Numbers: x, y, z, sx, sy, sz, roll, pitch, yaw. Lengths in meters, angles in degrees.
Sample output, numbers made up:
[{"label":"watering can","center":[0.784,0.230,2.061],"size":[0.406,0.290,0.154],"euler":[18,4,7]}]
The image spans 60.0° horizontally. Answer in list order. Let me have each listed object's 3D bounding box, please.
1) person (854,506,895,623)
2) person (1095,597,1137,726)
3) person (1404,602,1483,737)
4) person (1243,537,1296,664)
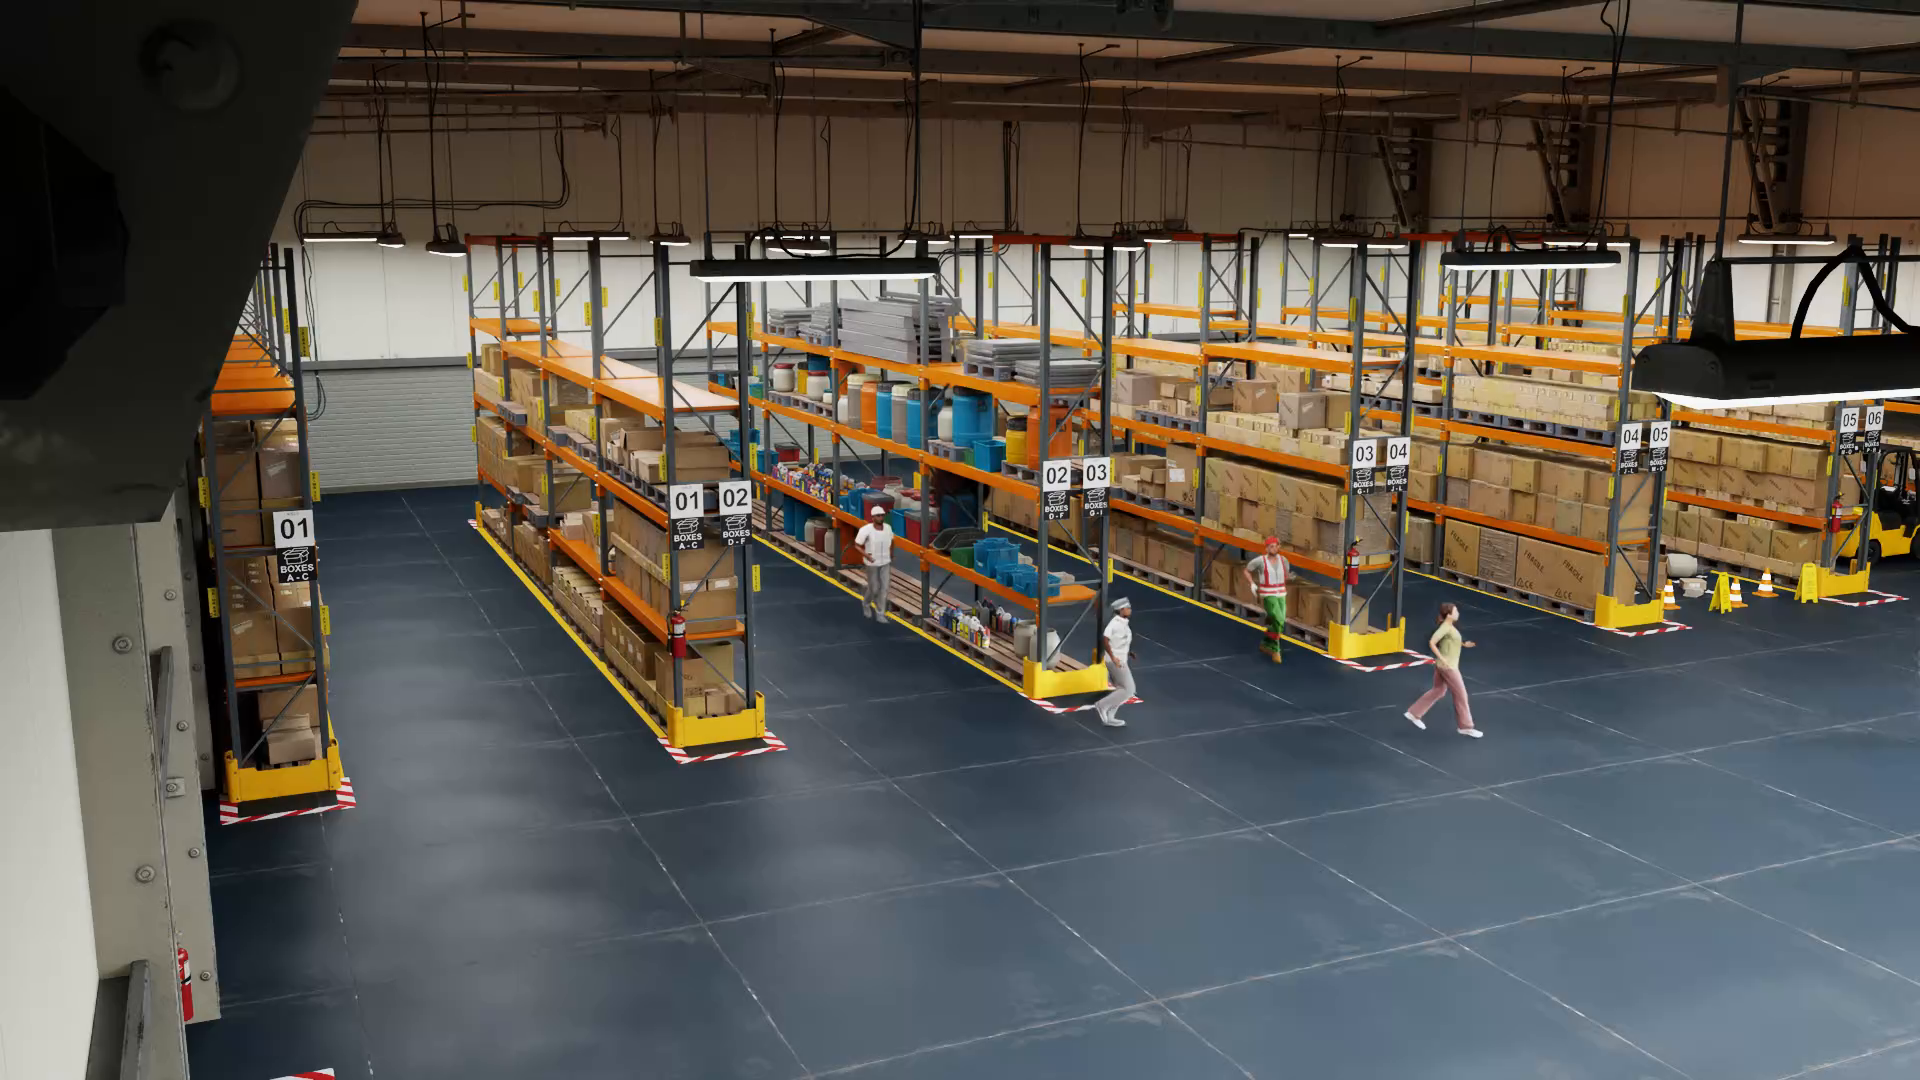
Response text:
[{"label":"person","center":[-1.248,0.354,25.179],"size":[0.697,1.757,0.703],"euler":[-6,13,-29]},{"label":"person","center":[1.974,1.523,20.953],"size":[0.504,1.651,0.621],"euler":[2,11,10]},{"label":"person","center":[5.986,1.575,20.460],"size":[0.947,1.663,0.577],"euler":[2,11,10]},{"label":"person","center":[4.564,0.840,24.099],"size":[0.638,1.767,0.769],"euler":[-5,12,-22]}]
